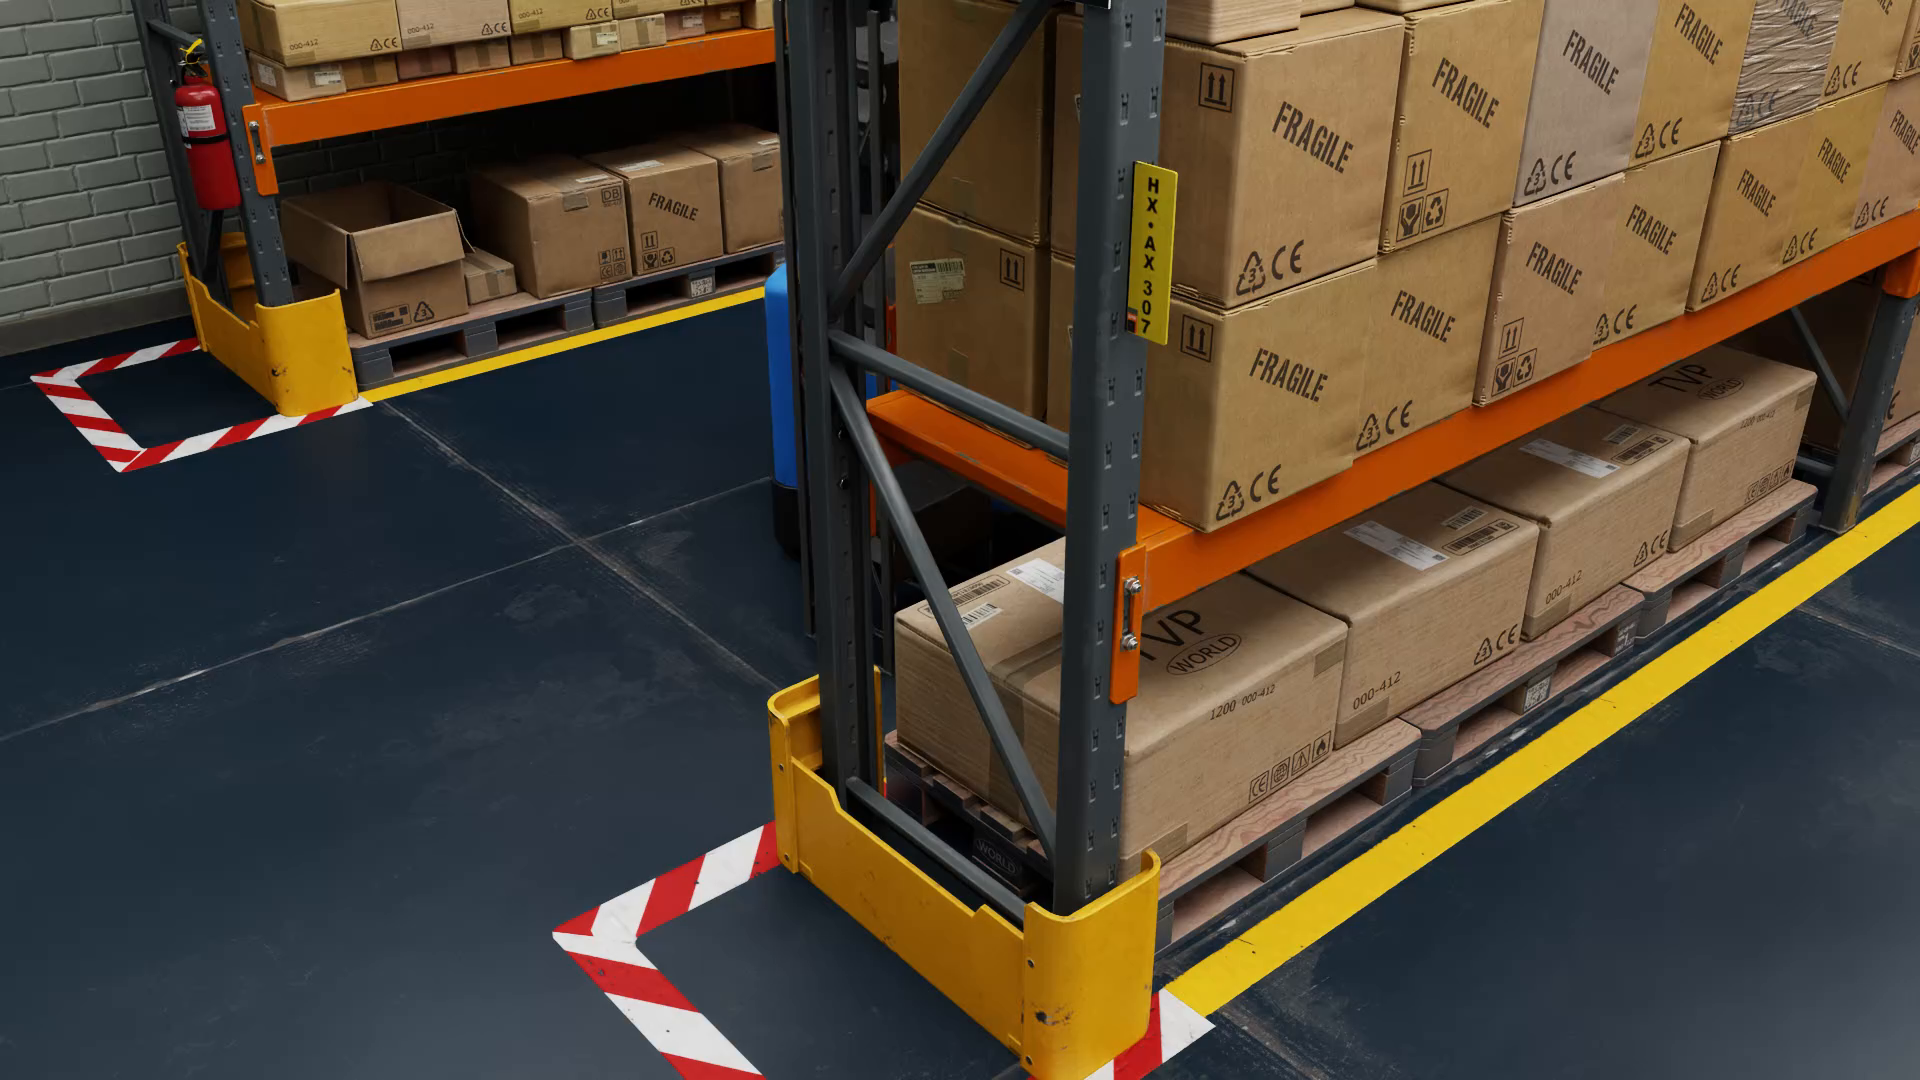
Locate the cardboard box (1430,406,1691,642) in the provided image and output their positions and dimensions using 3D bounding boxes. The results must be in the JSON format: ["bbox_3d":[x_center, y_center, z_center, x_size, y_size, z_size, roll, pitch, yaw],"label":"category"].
[{"bbox_3d":[1.809,-0.157,5.635,0.875,0.438,0.875,-23,36,-36],"label":"cardboard box"}]

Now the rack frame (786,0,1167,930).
[{"bbox_3d":[-0.006,-0.306,3.640,0.127,3.000,1.000,-22,35,-35],"label":"rack frame"}]

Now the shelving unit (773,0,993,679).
[{"bbox_3d":[-0.209,-0.626,5.194,0.431,2.100,0.503,22,35,35],"label":"shelving unit"}]

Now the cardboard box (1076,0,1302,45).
[{"bbox_3d":[0.444,-1.087,3.246,0.250,0.149,0.380,-21,35,-34],"label":"cardboard box"}]

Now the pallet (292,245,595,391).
[{"bbox_3d":[-2.566,-1.122,8.126,1.213,0.211,1.003,-22,35,-35],"label":"pallet"}]

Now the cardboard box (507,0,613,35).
[{"bbox_3d":[-1.943,-2.503,7.594,0.500,0.250,0.500,-23,36,-36],"label":"cardboard box"}]

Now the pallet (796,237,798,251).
[{"bbox_3d":[-0.710,-1.869,9.523,1.213,0.211,1.003,-22,35,-35],"label":"pallet"}]

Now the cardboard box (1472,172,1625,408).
[{"bbox_3d":[1.311,-0.708,4.286,0.500,0.500,0.500,-22,35,-35],"label":"cardboard box"}]

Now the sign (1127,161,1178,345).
[{"bbox_3d":[0.350,-0.522,3.042,0.005,0.325,0.100,-22,35,-35],"label":"sign"}]

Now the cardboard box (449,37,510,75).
[{"bbox_3d":[-2.229,-2.219,7.486,0.250,0.149,0.380,-21,34,-33],"label":"cardboard box"}]

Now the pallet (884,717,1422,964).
[{"bbox_3d":[0.552,0.651,4.808,1.213,0.211,1.003,-22,35,-35],"label":"pallet"}]

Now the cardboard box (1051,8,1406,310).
[{"bbox_3d":[0.544,-0.836,3.465,0.500,0.500,0.500,-23,36,-36],"label":"cardboard box"}]

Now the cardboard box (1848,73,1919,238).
[{"bbox_3d":[2.850,-1.340,5.470,0.500,0.500,0.500,-22,35,-34],"label":"cardboard box"}]

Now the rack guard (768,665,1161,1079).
[{"bbox_3d":[-0.024,0.804,4.216,0.348,0.500,1.175,-22,35,-35],"label":"rack guard"}]

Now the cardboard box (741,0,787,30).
[{"bbox_3d":[-1.025,-2.675,8.340,0.250,0.149,0.380,-22,35,-36],"label":"cardboard box"}]

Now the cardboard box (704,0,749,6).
[{"bbox_3d":[-1.176,-2.824,8.195,0.500,0.250,0.500,-22,35,-35],"label":"cardboard box"}]

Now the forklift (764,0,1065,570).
[{"bbox_3d":[0.176,-1.845,6.592,1.130,2.935,3.031,7,29,13],"label":"forklift"}]

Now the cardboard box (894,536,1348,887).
[{"bbox_3d":[0.432,0.401,4.590,0.875,0.438,0.875,-23,36,-37],"label":"cardboard box"}]

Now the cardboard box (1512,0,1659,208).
[{"bbox_3d":[1.319,-1.157,4.065,0.500,0.500,0.500,-22,35,-35],"label":"cardboard box"}]

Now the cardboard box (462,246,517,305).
[{"bbox_3d":[-2.355,-1.282,8.045,0.250,0.149,0.380,-24,36,-37],"label":"cardboard box"}]

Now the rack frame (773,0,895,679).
[{"bbox_3d":[-0.369,-0.539,5.031,0.400,2.100,0.015,22,35,35],"label":"rack frame"}]

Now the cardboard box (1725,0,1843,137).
[{"bbox_3d":[2.085,-1.460,4.633,0.500,0.500,0.500,-21,35,-34],"label":"cardboard box"}]

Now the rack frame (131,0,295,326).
[{"bbox_3d":[-3.230,-2.085,6.969,0.127,3.000,1.000,-22,35,-35],"label":"rack frame"}]

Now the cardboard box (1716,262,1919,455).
[{"bbox_3d":[3.457,-0.996,6.741,0.875,0.875,0.875,-21,34,-33],"label":"cardboard box"}]

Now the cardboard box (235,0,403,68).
[{"bbox_3d":[-2.710,-2.192,7.013,0.500,0.250,0.500,-22,35,-35],"label":"cardboard box"}]

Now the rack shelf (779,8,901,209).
[{"bbox_3d":[-0.209,-1.231,4.870,0.431,0.518,0.480,22,35,35],"label":"rack shelf"}]

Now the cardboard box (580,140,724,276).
[{"bbox_3d":[-1.561,-1.694,8.444,0.500,0.500,0.500,-21,35,-34],"label":"cardboard box"}]

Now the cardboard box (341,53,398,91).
[{"bbox_3d":[-2.639,-2.071,7.209,0.250,0.149,0.380,-21,35,-34],"label":"cardboard box"}]

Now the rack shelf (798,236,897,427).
[{"bbox_3d":[-0.209,-0.614,5.200,0.431,0.518,0.480,22,35,35],"label":"rack shelf"}]

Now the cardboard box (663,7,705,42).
[{"bbox_3d":[-1.451,-2.544,8.094,0.250,0.149,0.380,-22,35,-35],"label":"cardboard box"}]

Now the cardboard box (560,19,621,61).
[{"bbox_3d":[-1.790,-2.352,7.736,0.250,0.149,0.380,-23,36,-36],"label":"cardboard box"}]

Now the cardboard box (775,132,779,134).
[{"bbox_3d":[-0.843,-2.190,9.574,0.500,0.311,0.500,-20,34,-33],"label":"cardboard box"}]

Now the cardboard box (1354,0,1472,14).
[{"bbox_3d":[0.869,-1.231,3.515,0.250,0.149,0.380,-21,34,-33],"label":"cardboard box"}]

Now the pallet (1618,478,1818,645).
[{"bbox_3d":[2.408,-0.095,6.205,1.213,0.211,1.003,-22,35,-35],"label":"pallet"}]

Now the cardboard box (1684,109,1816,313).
[{"bbox_3d":[2.090,-1.022,4.874,0.500,0.500,0.500,-23,35,-36],"label":"cardboard box"}]

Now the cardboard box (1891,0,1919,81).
[{"bbox_3d":[2.858,-1.772,5.216,0.500,0.500,0.500,-22,35,-35],"label":"cardboard box"}]

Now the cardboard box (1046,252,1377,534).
[{"bbox_3d":[0.546,-0.394,3.699,0.500,0.500,0.500,-22,35,-35],"label":"cardboard box"}]
